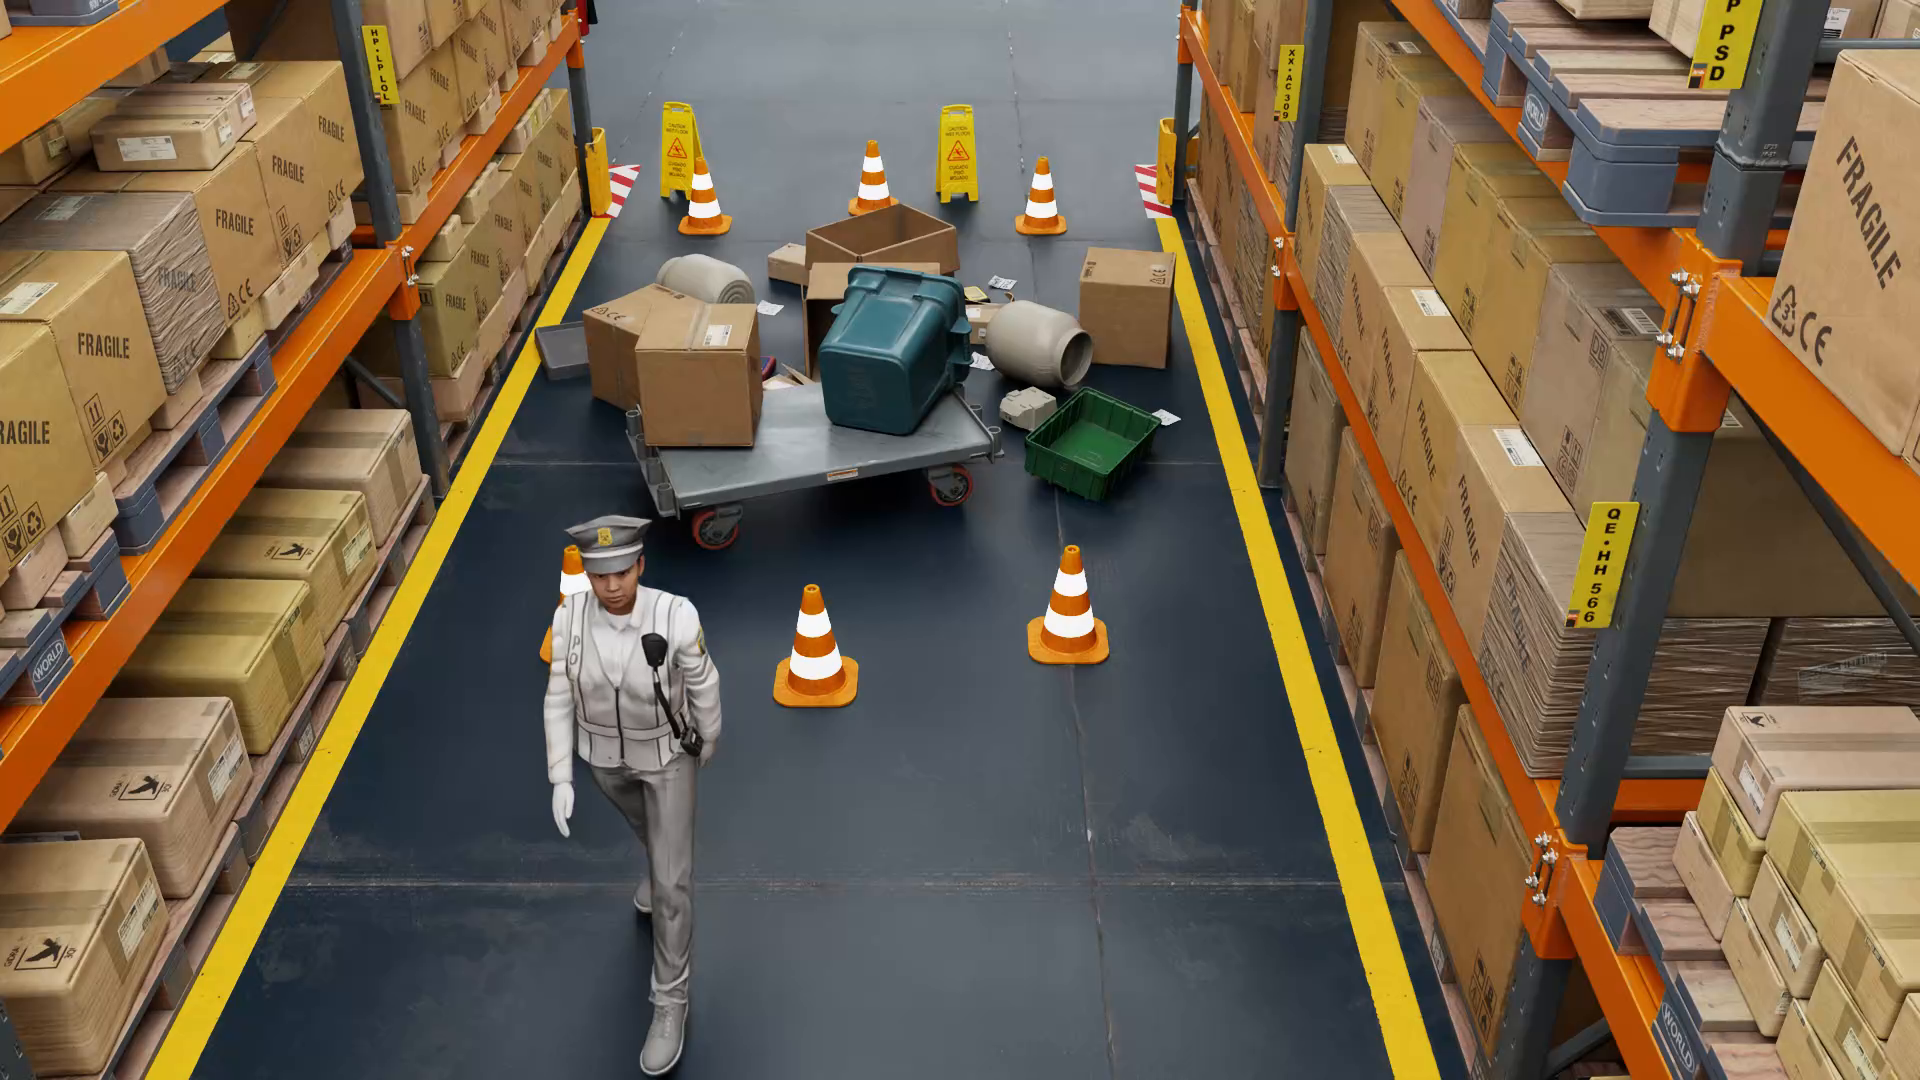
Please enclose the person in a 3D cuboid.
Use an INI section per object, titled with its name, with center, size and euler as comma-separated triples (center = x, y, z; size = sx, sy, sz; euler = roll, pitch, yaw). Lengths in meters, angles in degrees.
[person]
center = -0.990, 0.672, 4.992
size = 0.482, 1.660, 0.922
euler = 4, 32, 6
